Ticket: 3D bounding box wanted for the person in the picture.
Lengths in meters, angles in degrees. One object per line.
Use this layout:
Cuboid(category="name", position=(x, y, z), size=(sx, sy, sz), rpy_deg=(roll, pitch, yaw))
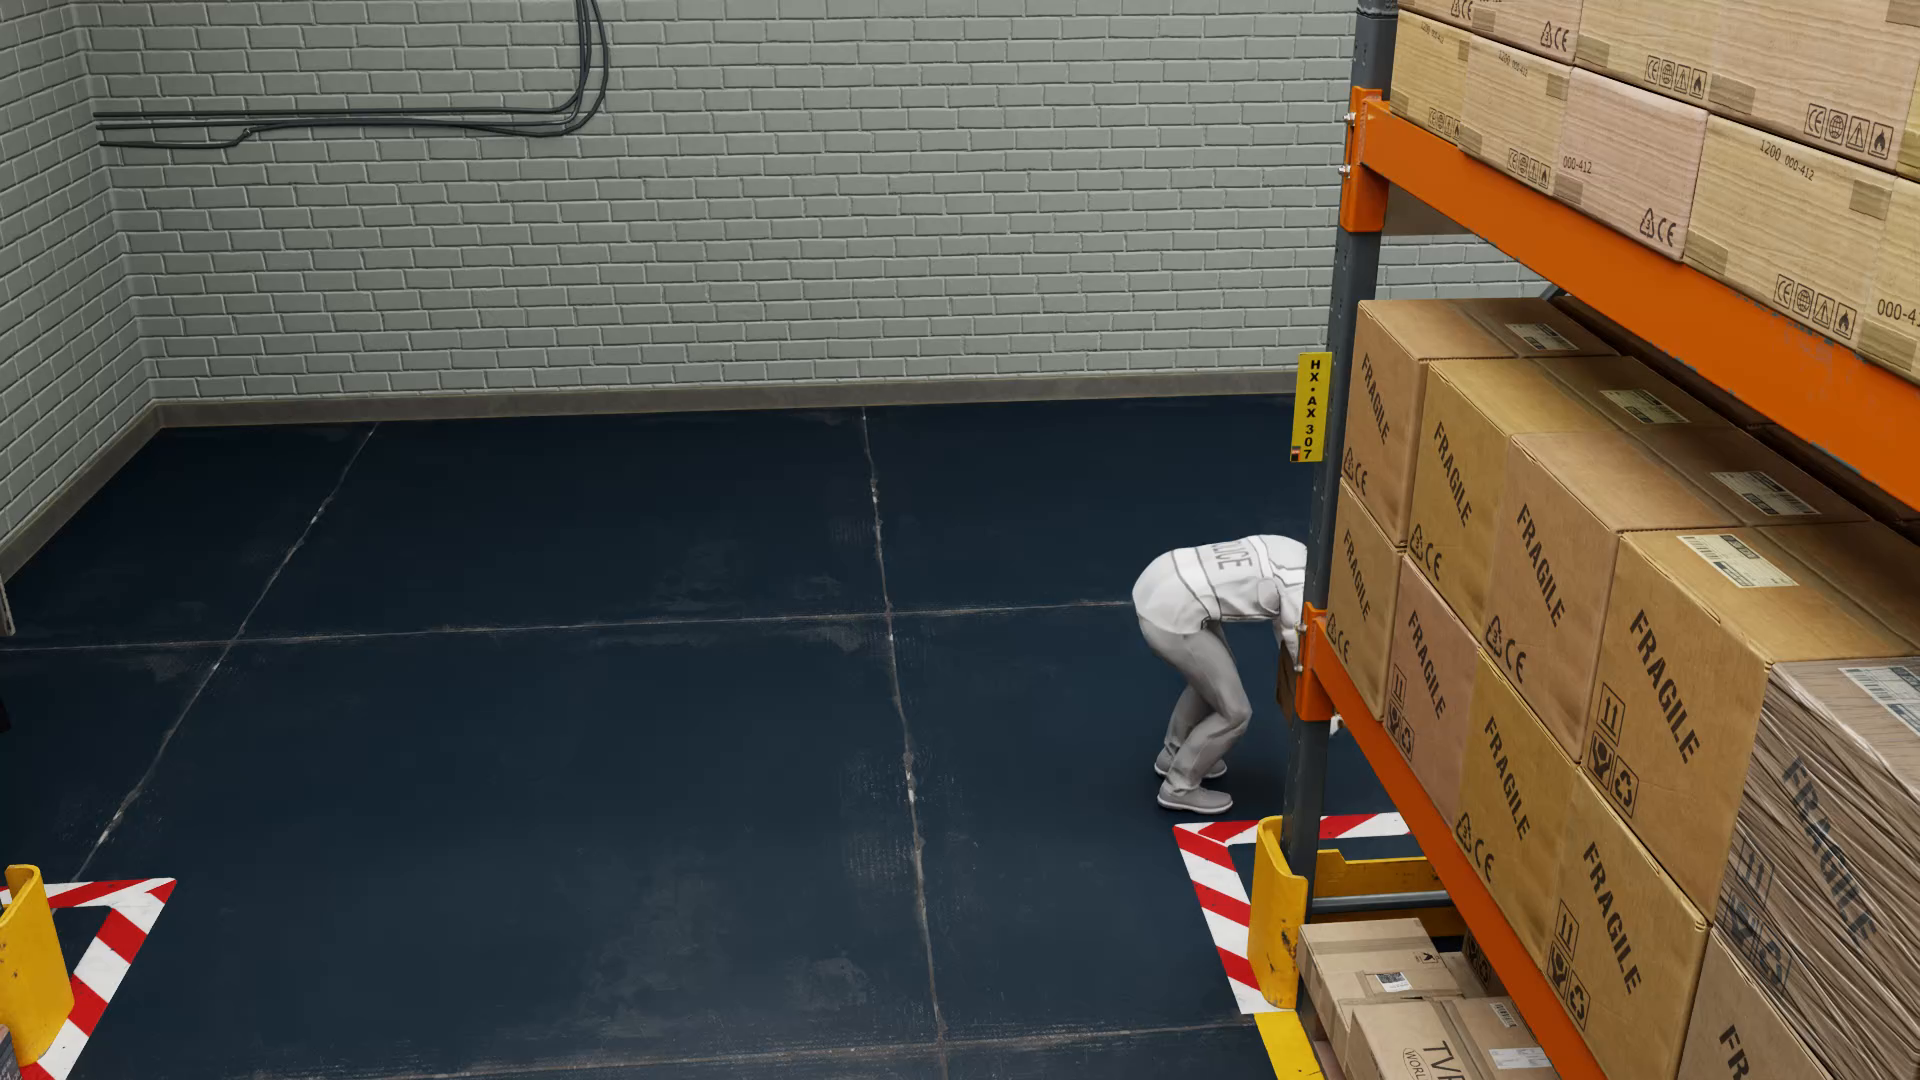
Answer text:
Cuboid(category="person", position=(1.097, 0.448, 6.234), size=(0.915, 1.145, 0.440), rpy_deg=(-1, 24, -2))
